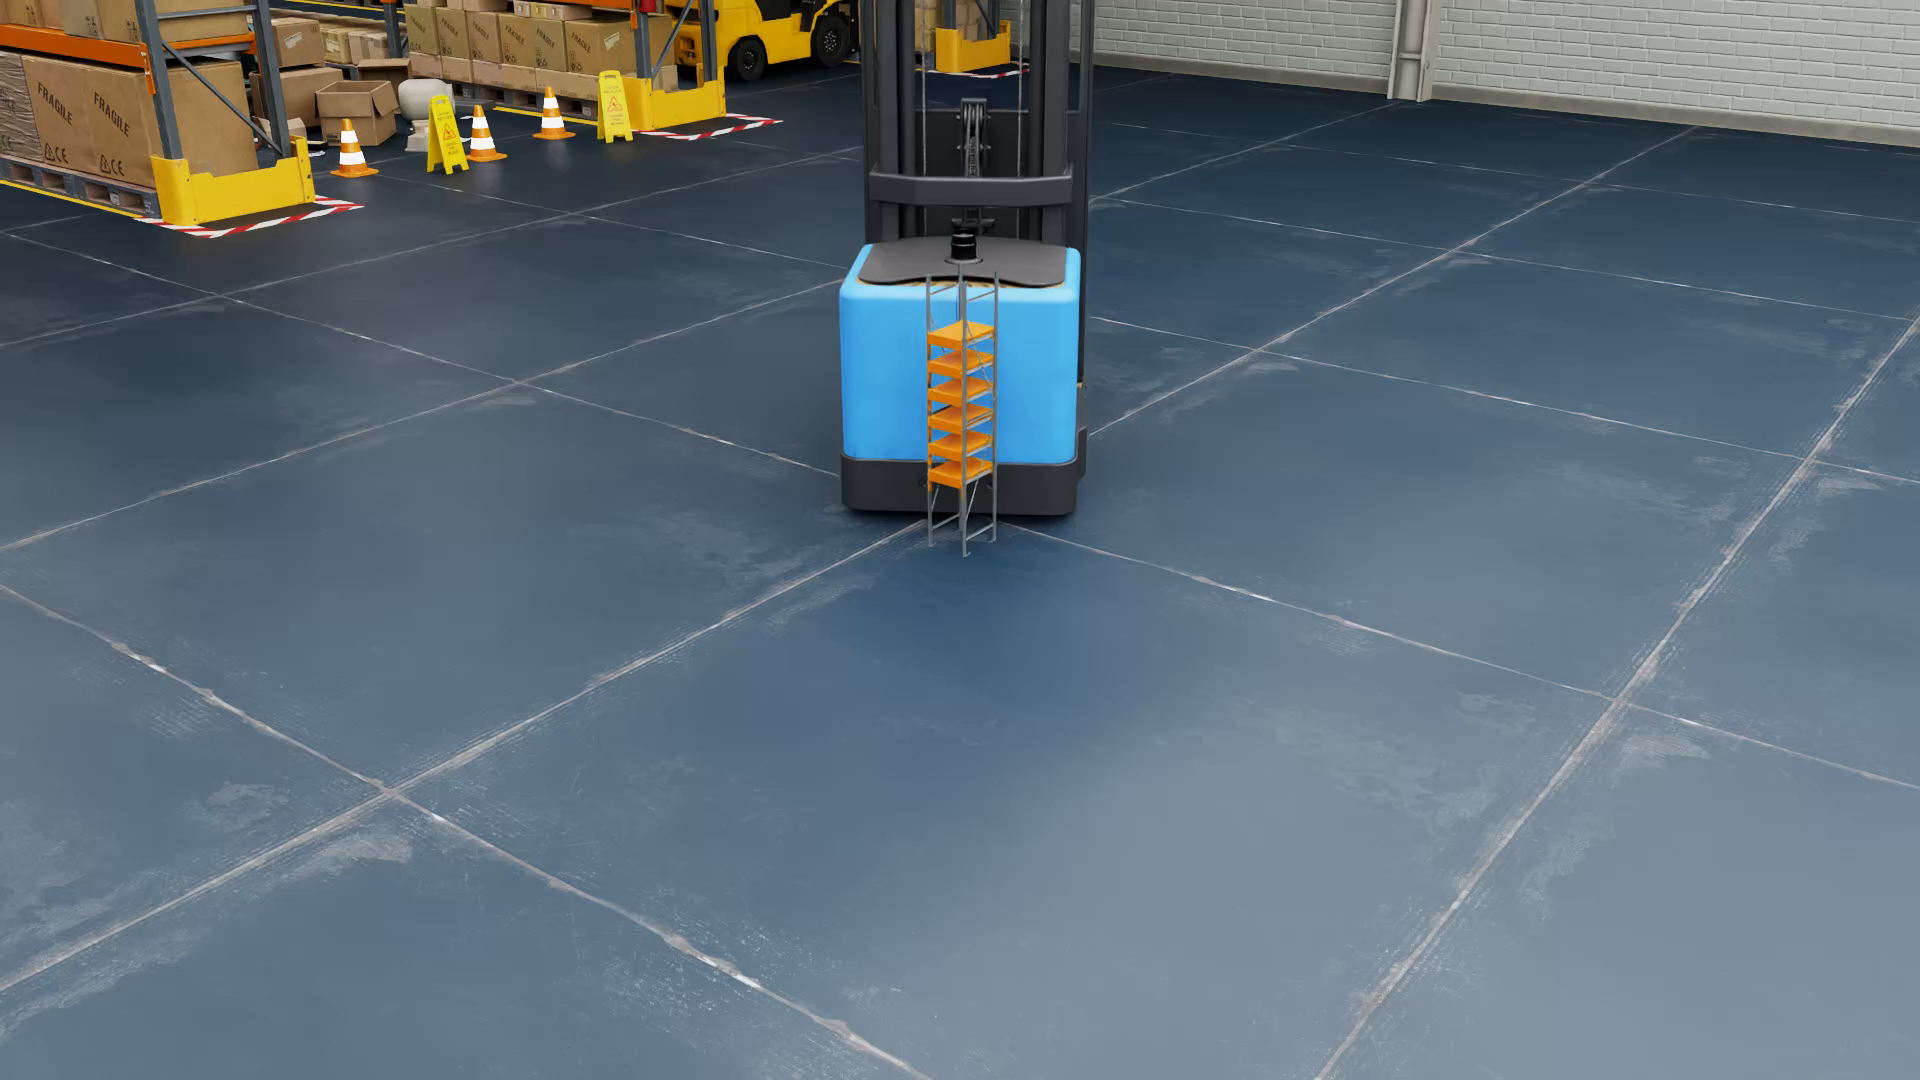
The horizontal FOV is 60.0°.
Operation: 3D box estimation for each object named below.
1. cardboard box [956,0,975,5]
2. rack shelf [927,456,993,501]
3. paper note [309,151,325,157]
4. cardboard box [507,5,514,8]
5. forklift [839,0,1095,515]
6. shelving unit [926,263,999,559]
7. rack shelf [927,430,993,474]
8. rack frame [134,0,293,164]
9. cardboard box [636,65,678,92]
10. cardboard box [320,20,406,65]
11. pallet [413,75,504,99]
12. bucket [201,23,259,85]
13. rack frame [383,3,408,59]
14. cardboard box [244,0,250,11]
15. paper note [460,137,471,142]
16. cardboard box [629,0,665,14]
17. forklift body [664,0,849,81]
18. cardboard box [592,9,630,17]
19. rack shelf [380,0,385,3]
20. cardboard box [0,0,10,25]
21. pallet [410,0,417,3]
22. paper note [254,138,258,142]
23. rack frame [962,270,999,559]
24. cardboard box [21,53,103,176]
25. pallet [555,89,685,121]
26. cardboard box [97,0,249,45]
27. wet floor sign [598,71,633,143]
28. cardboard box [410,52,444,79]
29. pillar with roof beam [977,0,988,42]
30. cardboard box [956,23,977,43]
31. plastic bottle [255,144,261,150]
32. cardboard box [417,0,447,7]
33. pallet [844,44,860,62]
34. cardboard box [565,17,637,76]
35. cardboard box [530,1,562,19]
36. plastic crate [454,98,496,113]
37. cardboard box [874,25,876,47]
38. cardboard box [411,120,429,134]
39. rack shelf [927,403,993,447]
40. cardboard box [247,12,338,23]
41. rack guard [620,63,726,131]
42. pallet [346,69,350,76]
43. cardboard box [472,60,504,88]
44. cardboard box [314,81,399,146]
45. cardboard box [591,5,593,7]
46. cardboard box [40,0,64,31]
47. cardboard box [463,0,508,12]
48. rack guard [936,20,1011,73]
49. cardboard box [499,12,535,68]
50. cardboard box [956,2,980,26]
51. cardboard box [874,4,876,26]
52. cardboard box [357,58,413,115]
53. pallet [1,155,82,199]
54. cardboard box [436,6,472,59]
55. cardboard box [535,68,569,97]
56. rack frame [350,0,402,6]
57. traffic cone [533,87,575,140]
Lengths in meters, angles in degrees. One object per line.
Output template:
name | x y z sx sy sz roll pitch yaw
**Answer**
cardboard box | -0.123 -6.783 20.573 0.500 0.250 0.500 16 29 33
rack shelf | 0.010 -0.271 7.082 0.180 0.103 0.258 17 29 33
paper note | -5.917 -3.547 15.266 0.144 0.017 0.142 -15 28 -30
cardboard box | -4.575 -5.554 18.094 0.500 0.500 0.500 19 30 36
forklift | 0.100 -2.004 8.164 1.130 2.935 3.031 2 24 4
shelving unit | 0.010 -0.531 6.968 0.189 1.200 0.258 17 29 33
rack shelf | 0.010 -0.381 7.034 0.180 0.103 0.258 17 29 33
rack frame | -5.714 -3.990 12.586 0.127 3.000 1.000 17 29 33
cardboard box | -3.305 -4.830 17.381 0.500 0.250 0.500 17 29 33
cardboard box | -7.025 -5.867 19.584 0.625 0.372 0.950 19 30 36
pallet | -5.468 -5.152 18.681 1.213 0.211 1.003 17 29 33
bucket | -7.423 -4.866 16.748 0.726 0.611 0.620 -15 18 -30
rack frame | -6.026 -6.579 18.461 0.127 3.000 1.000 17 29 33
cardboard box | -9.730 -6.960 21.440 0.875 0.875 0.875 17 29 33
paper note | -4.776 -3.839 15.926 0.142 0.019 0.148 7 25 15
cardboard box | -4.093 -7.599 23.202 0.625 0.625 0.875 16 29 33
forklift body | -2.463 -6.695 19.779 1.214 2.155 2.313 17 29 33
cardboard box | -3.746 -5.303 17.526 0.500 0.500 0.500 16 28 31
rack shelf | -7.627 -6.733 19.704 4.000 0.370 1.077 17 29 33
cardboard box | -7.797 -4.646 13.889 0.550 0.550 0.875 17 29 33
pallet | -7.800 -8.360 25.963 1.213 0.211 1.003 17 29 33
paper note | -6.730 -3.857 15.976 0.172 0.023 0.155 -15 28 -30
rack frame | 0.083 -0.509 6.918 0.006 1.200 0.240 17 29 33
cardboard box | -7.001 -3.565 13.735 0.875 0.875 0.875 16 29 32
pallet | -3.515 -4.562 17.341 1.213 0.211 1.003 17 29 33
cardboard box | -6.038 -4.134 12.726 0.550 0.550 0.875 17 29 33
wet floor sign | -3.315 -4.143 15.853 0.267 0.644 0.232 -15 28 -30
cardboard box | -5.716 -5.283 18.409 0.500 0.250 0.500 15 28 31
pillar with roof beam | -2.450 -9.029 16.583 0.400 9.000 9.100 17 29 33
cardboard box | -0.127 -6.330 20.785 0.500 0.250 0.500 17 29 34
plastic bottle | -6.620 -3.636 15.427 0.133 0.061 0.283 7 25 15
cardboard box | -5.652 -5.873 18.015 0.250 0.149 0.380 17 29 34
pallet | -1.461 -6.405 21.524 1.213 0.211 1.003 17 29 33
cardboard box | -3.623 -4.998 16.833 0.500 0.500 0.500 17 29 34
cardboard box | -4.156 -5.424 16.995 0.250 0.149 0.380 17 29 34
plastic crate | -5.262 -4.599 17.588 0.583 0.080 0.402 7 25 15
cardboard box | -0.809 -6.283 20.679 0.500 0.250 0.500 17 29 33
cardboard box | -5.085 -3.972 16.080 0.380 0.149 0.250 -10 26 -21
rack shelf | 0.010 -0.491 6.985 0.180 0.103 0.258 17 29 33
cardboard box | -8.186 -6.220 20.385 0.625 0.372 0.950 16 28 32
rack guard | -2.887 -4.486 16.811 0.348 0.500 1.175 17 29 33
pallet | -7.631 -5.785 20.119 1.213 0.211 1.003 17 29 33
cardboard box | -4.856 -5.030 17.835 0.500 0.250 0.500 16 29 33
cardboard box | -5.750 -4.077 15.879 0.637 0.503 0.797 -1 24 -3
cardboard box | -5.235 -7.943 23.982 0.625 0.625 0.875 18 29 35
cardboard box | -6.864 -4.436 13.411 0.550 0.550 0.875 17 29 33
cardboard box | -5.023 -5.685 17.588 0.250 0.149 0.380 19 30 36
rack guard | 0.167 -6.064 20.393 0.348 0.500 1.175 17 29 33
cardboard box | -4.442 -5.248 17.399 0.500 0.500 0.500 16 28 32
cardboard box | -0.103 -6.557 20.682 0.500 0.250 0.500 17 29 34
cardboard box | -0.824 -6.518 20.593 0.500 0.250 0.500 16 29 33
cardboard box | -5.985 -4.738 17.380 0.500 0.500 0.500 -5 24 -12
pallet | -7.372 -3.177 14.199 1.213 0.211 1.003 17 29 33
cardboard box | -5.281 -5.500 17.973 0.500 0.500 0.500 18 30 35
cardboard box | -4.044 -4.782 17.272 0.500 0.250 0.500 17 29 33
rack frame | -9.454 -10.116 26.489 0.127 3.000 1.000 17 29 33
traffic cone | -3.943 -4.138 16.069 0.334 0.463 0.336 17 29 33
